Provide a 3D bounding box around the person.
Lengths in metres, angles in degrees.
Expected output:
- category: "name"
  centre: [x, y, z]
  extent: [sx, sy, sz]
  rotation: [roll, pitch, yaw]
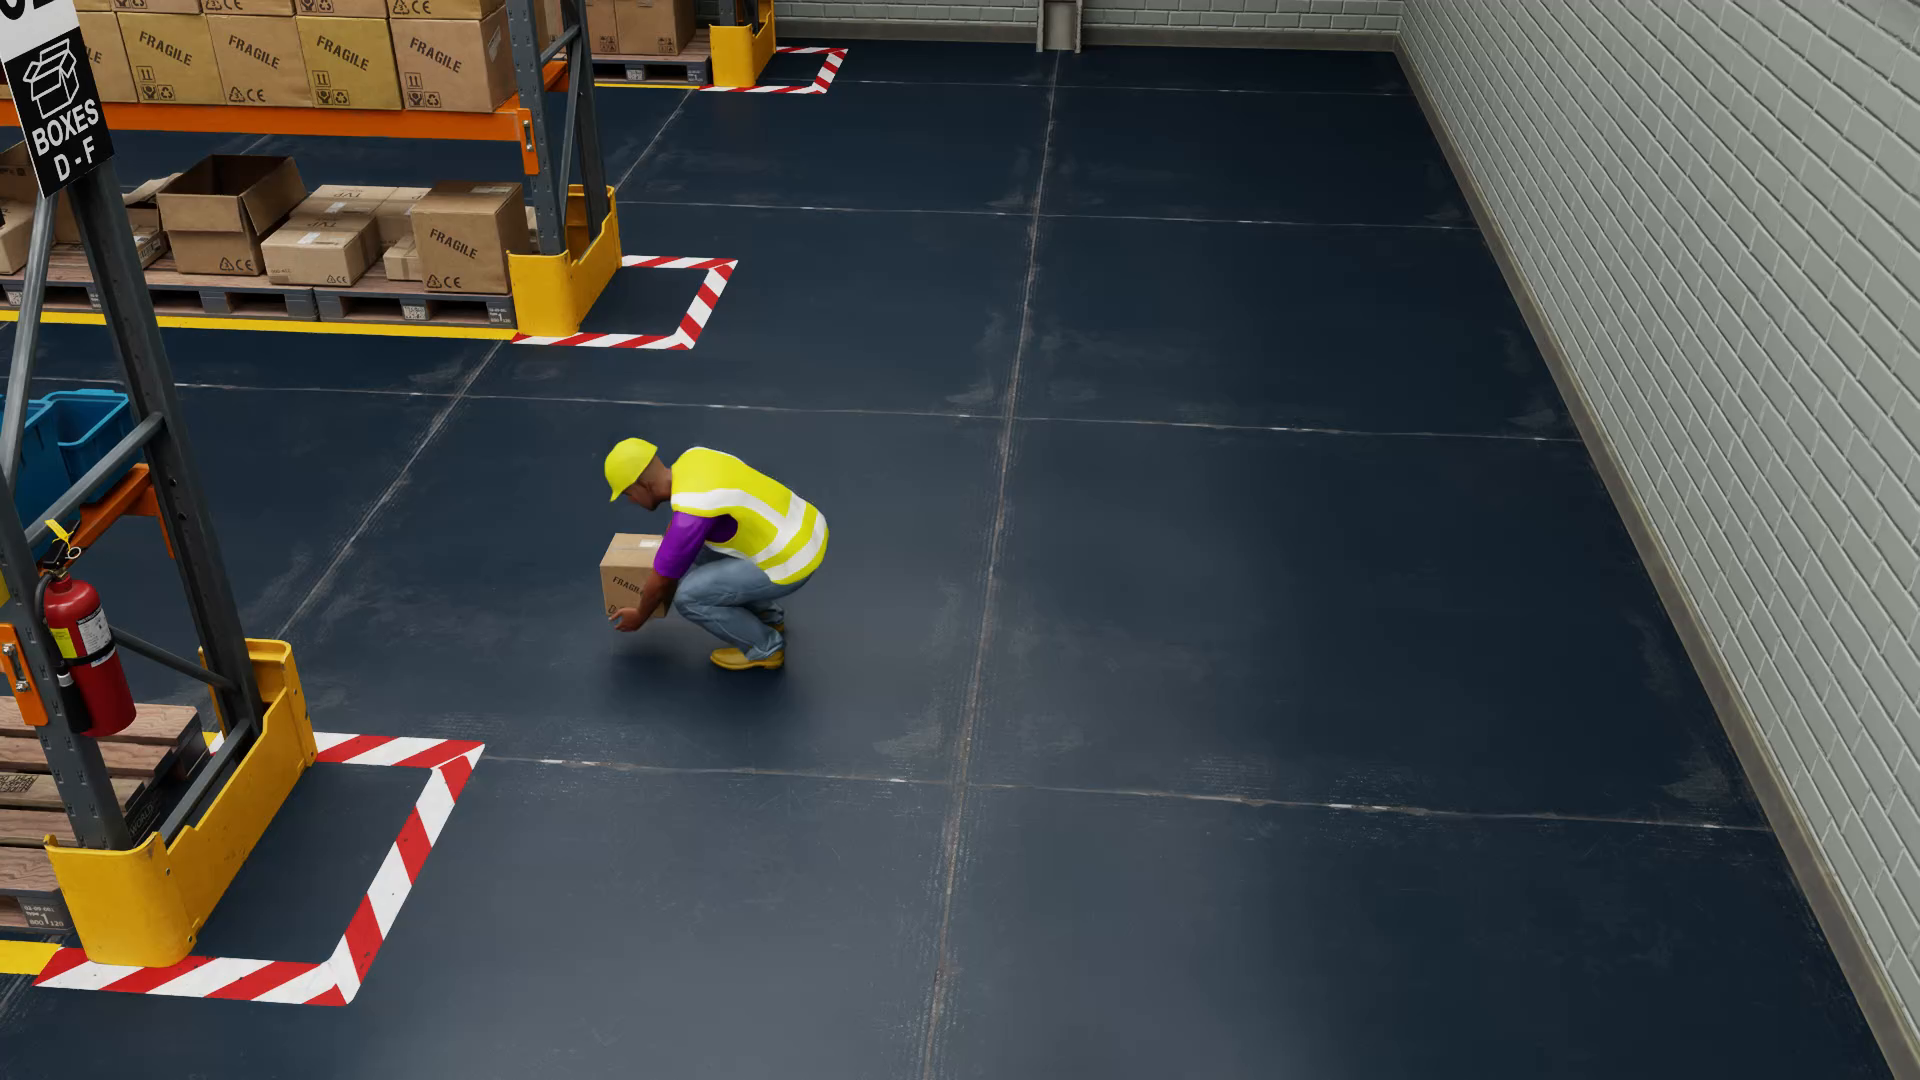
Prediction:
- category: "person"
  centre: [-0.993, 0.034, 6.784]
  extent: [0.894, 1.009, 0.585]
  rotation: [2, 32, 4]
